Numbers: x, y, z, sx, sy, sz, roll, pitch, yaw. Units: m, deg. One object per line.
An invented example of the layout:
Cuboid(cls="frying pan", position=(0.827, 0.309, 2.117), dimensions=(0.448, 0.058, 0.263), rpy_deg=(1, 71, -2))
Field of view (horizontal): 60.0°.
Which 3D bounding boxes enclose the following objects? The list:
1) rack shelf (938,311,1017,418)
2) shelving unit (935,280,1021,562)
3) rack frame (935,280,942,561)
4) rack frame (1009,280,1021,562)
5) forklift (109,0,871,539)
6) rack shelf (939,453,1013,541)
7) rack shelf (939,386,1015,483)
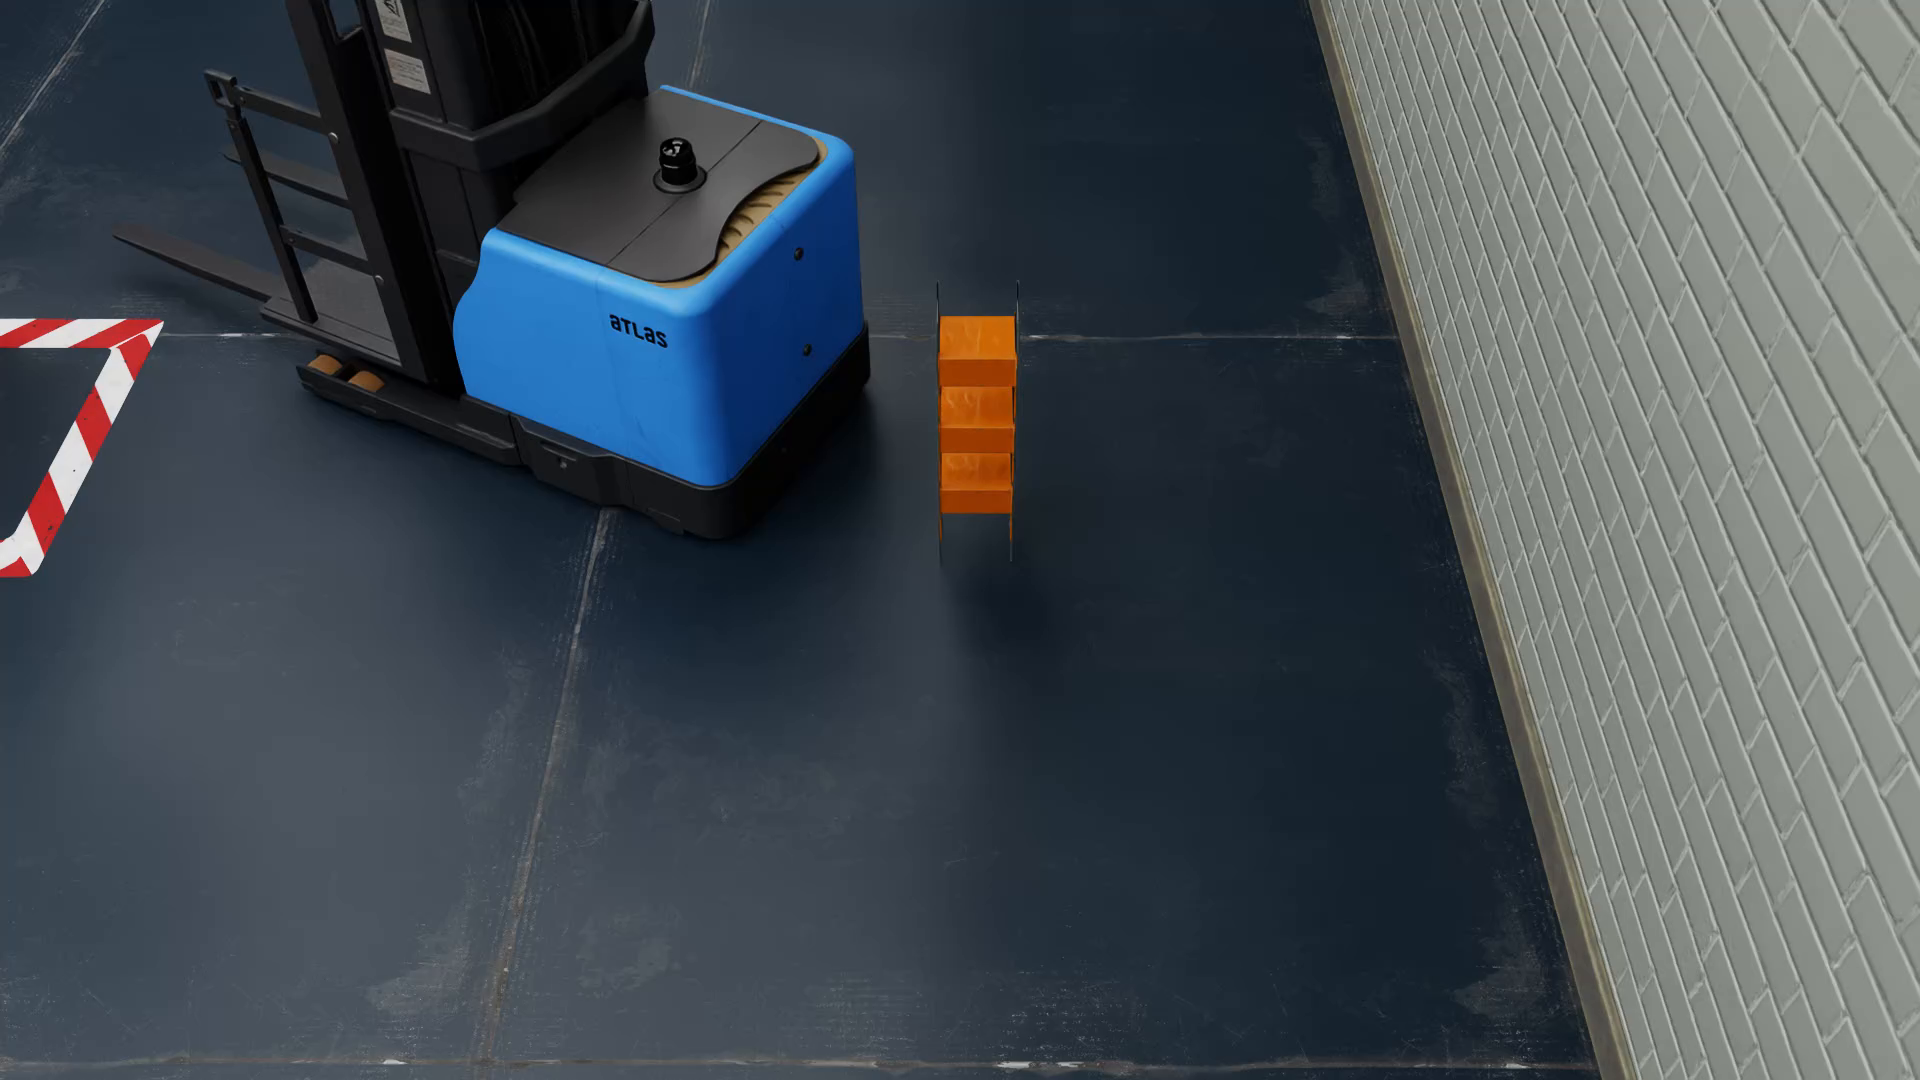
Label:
Cuboid(cls="rack shelf", position=(0.054, -0.544, 5.166), dimensions=(0.240, 0.259, 0.215), rpy_deg=(0, 47, 0))
Cuboid(cls="shelving unit", position=(0.054, -0.358, 5.366), dimensions=(0.252, 1.050, 0.215), rpy_deg=(0, 47, 0))
Cuboid(cls="rack frame", position=(-0.068, -0.358, 5.366), dimensions=(0.008, 1.050, 0.200), rpy_deg=(0, 47, 0))
Cuboid(cls="rack frame", position=(0.176, -0.357, 5.365), dimensions=(0.008, 1.050, 0.200), rpy_deg=(0, 47, 0))
Cuboid(cls="forklift", position=(-1.883, -1.780, 5.404), dimensions=(3.031, 2.935, 1.130), rpy_deg=(21, 50, 18))
Cuboid(cls="rack shelf", position=(0.054, -0.161, 5.577), dimensions=(0.240, 0.259, 0.215), rpy_deg=(0, 47, 0))
Cuboid(cls="rack shelf", position=(0.054, -0.350, 5.373), dimensions=(0.240, 0.259, 0.215), rpy_deg=(0, 47, 0))
